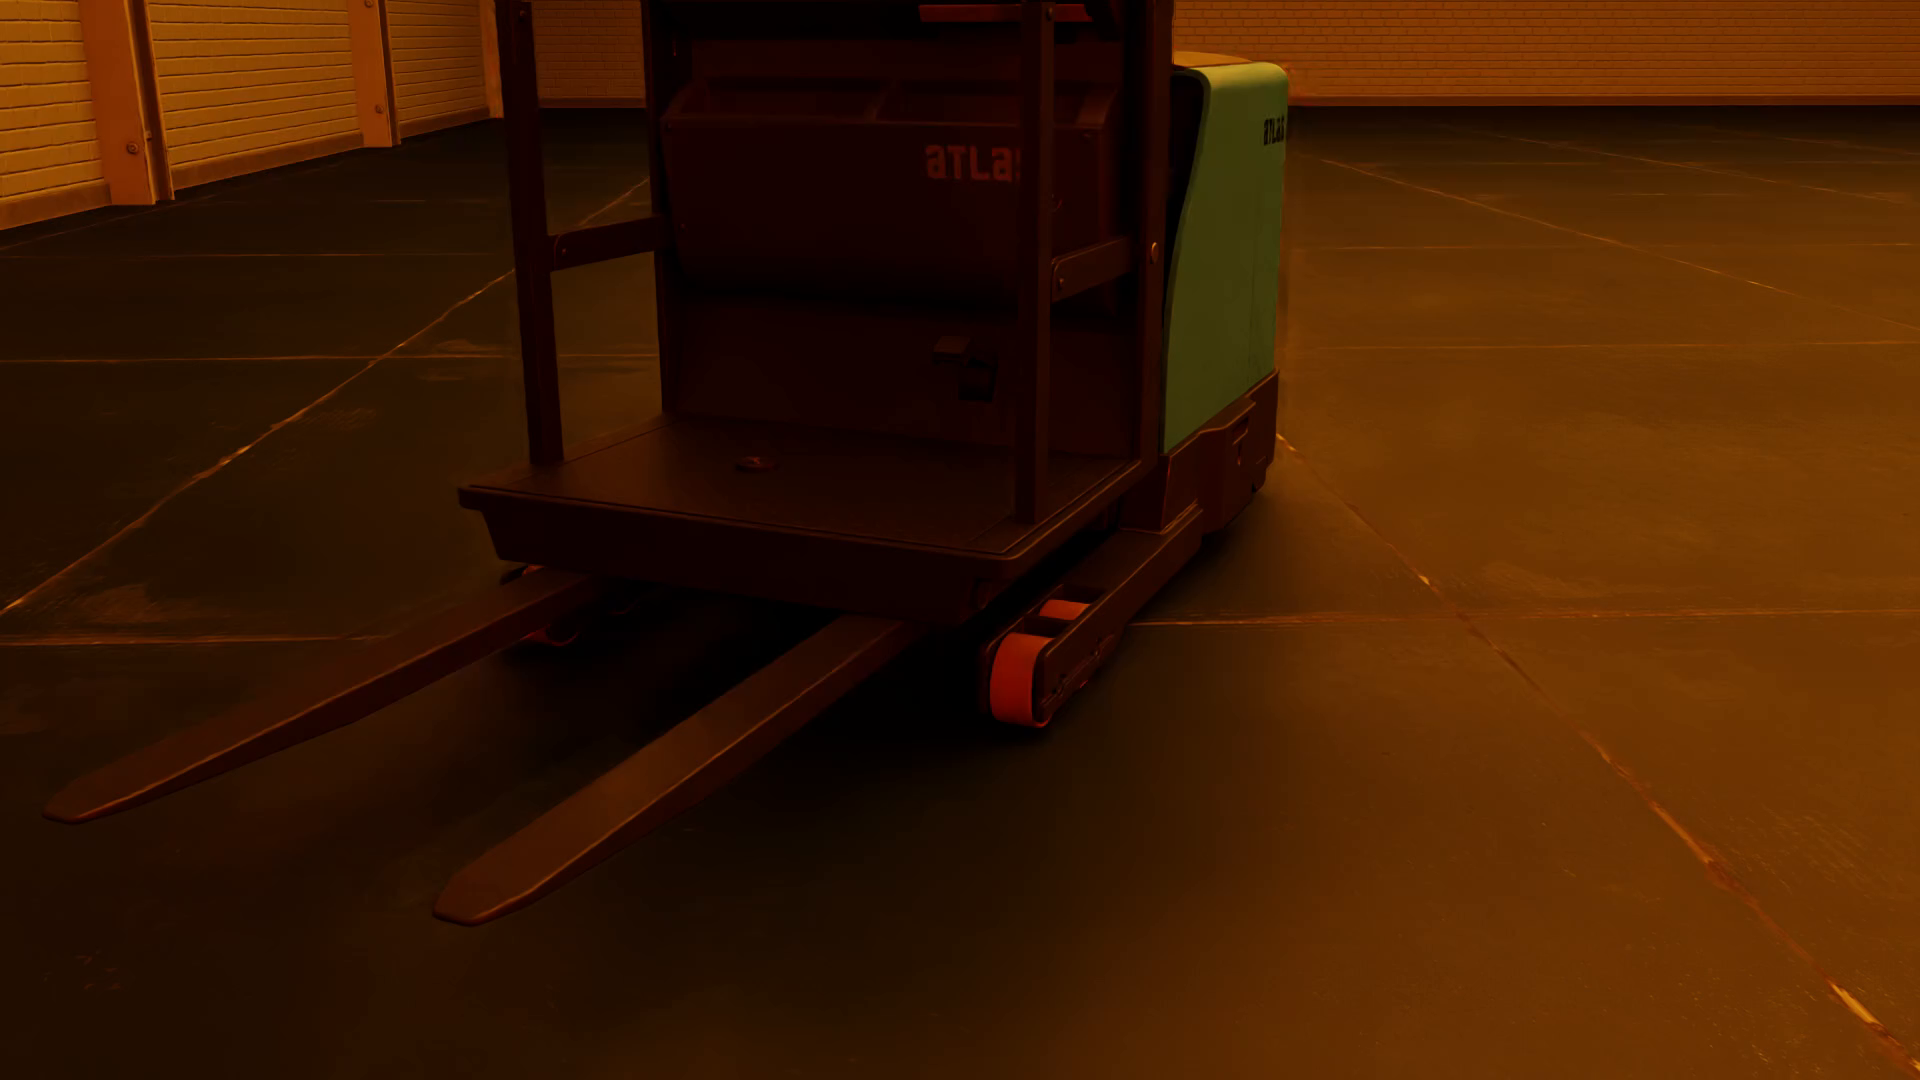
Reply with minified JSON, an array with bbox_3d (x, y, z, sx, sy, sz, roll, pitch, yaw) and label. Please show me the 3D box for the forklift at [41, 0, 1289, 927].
[{"bbox_3d":[-0.229,-1.218,2.891,1.130,2.935,3.031,7,18,22],"label":"forklift"}]
